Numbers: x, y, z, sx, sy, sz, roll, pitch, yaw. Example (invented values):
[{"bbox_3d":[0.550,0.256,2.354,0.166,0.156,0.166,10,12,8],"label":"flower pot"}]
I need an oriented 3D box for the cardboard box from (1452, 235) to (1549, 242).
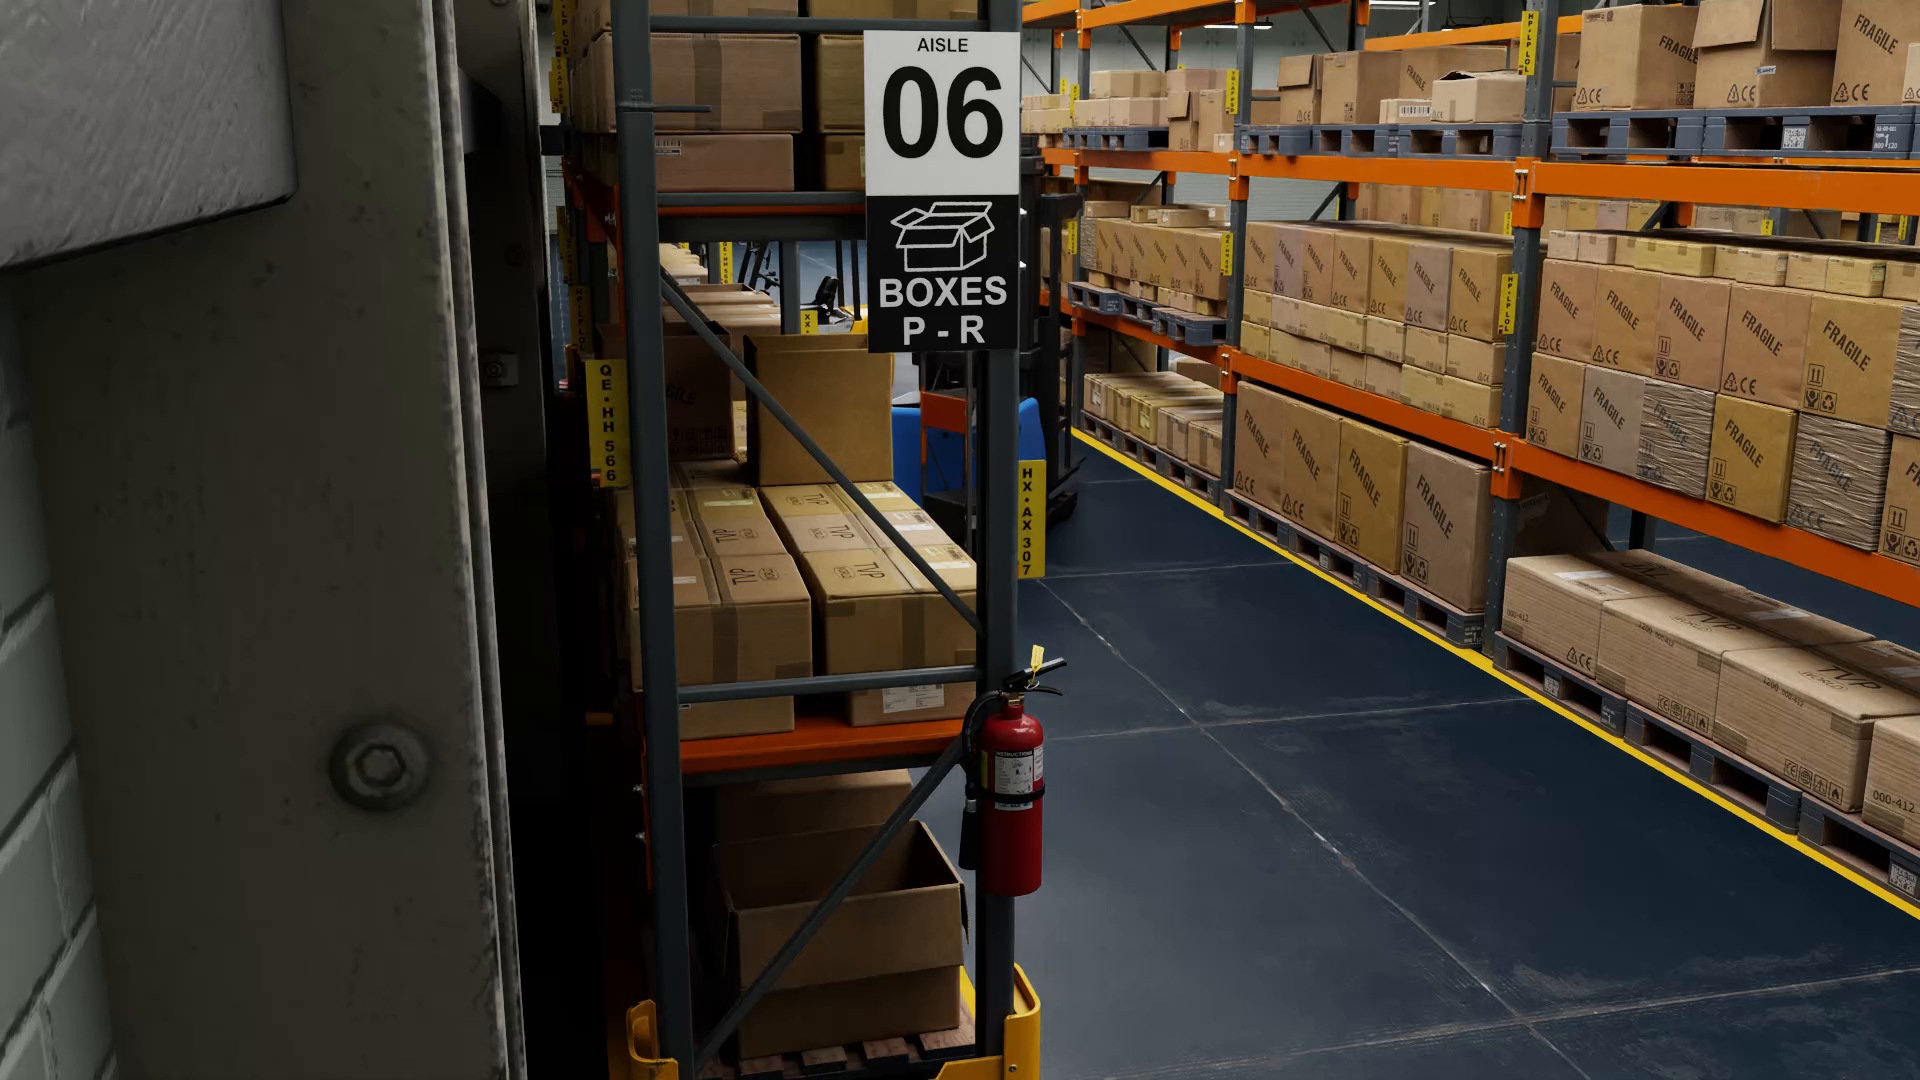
[{"bbox_3d":[3.455,-1.688,10.699,0.500,0.500,0.500,-4,14,-15],"label":"cardboard box"}]

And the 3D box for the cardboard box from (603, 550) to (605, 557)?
[{"bbox_3d":[-1.783,-0.017,9.191,0.380,0.149,0.250,-3,14,-13],"label":"cardboard box"}]

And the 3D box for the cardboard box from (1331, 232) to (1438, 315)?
[{"bbox_3d":[2.827,-1.784,11.090,0.500,0.500,0.500,-3,14,-12],"label":"cardboard box"}]

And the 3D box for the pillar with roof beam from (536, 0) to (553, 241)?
[{"bbox_3d":[-7.676,-13.160,47.331,9.100,9.000,0.548,-3,14,-13],"label":"pillar with roof beam"}]

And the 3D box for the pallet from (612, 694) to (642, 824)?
[{"bbox_3d":[-1.123,0.986,7.947,1.003,0.211,1.213,-3,14,-13],"label":"pallet"}]

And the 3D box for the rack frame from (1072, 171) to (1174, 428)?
[{"bbox_3d":[1.661,-2.650,16.955,1.000,3.000,0.127,-3,14,-13],"label":"rack frame"}]

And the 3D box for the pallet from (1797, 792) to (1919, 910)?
[{"bbox_3d":[4.216,1.293,6.692,1.003,0.211,1.213,-3,14,-13],"label":"pallet"}]

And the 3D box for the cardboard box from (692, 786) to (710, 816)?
[{"bbox_3d":[-0.803,0.821,7.130,0.700,0.500,0.500,-4,14,-15],"label":"cardboard box"}]

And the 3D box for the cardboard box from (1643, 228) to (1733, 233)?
[{"bbox_3d":[3.922,-1.601,8.975,0.380,0.149,0.250,-4,14,-14],"label":"cardboard box"}]

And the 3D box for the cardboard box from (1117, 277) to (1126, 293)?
[{"bbox_3d":[1.695,-2.406,15.600,0.380,0.149,0.250,-3,14,-12],"label":"cardboard box"}]

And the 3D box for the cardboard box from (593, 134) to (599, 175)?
[{"bbox_3d":[-1.201,-1.474,6.348,0.380,0.149,0.250,-3,14,-12],"label":"cardboard box"}]

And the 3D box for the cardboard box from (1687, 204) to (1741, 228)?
[{"bbox_3d":[7.050,-2.900,15.659,0.700,0.500,0.500,-4,14,-14],"label":"cardboard box"}]

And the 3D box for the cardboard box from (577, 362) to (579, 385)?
[{"bbox_3d":[-4.085,-1.922,18.881,0.500,0.250,0.500,-3,14,-13],"label":"cardboard box"}]

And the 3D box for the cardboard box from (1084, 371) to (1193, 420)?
[{"bbox_3d":[1.787,-1.457,16.722,0.950,0.372,0.625,-3,14,-12],"label":"cardboard box"}]

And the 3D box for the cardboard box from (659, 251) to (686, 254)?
[{"bbox_3d":[-2.591,-2.435,14.496,0.380,0.149,0.250,-4,14,-15],"label":"cardboard box"}]

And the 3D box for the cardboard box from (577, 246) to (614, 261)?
[{"bbox_3d":[-3.277,-2.579,15.084,0.380,0.149,0.250,-4,14,-15],"label":"cardboard box"}]

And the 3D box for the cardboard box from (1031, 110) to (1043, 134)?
[{"bbox_3d":[1.071,-4.501,17.898,0.500,0.250,0.500,-4,14,-14],"label":"cardboard box"}]

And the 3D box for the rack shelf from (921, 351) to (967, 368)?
[{"bbox_3d":[0.047,-1.442,11.011,0.431,0.518,0.480,-11,18,-38],"label":"rack shelf"}]

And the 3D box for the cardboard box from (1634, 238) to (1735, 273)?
[{"bbox_3d":[3.538,-1.391,8.117,0.380,0.149,0.250,-3,14,-14],"label":"cardboard box"}]

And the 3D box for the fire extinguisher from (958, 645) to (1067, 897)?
[{"bbox_3d":[0.140,0.622,4.508,0.296,0.674,0.183,-3,14,-13],"label":"fire extinguisher"}]

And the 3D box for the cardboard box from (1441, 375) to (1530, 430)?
[{"bbox_3d":[3.190,-0.821,9.785,0.500,0.250,0.500,-4,14,-15],"label":"cardboard box"}]

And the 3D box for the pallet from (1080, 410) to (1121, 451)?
[{"bbox_3d":[1.846,-1.116,16.551,1.003,0.211,1.213,-3,14,-13],"label":"pallet"}]

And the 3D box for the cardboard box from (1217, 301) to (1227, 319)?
[{"bbox_3d":[2.295,-1.872,13.414,0.380,0.149,0.250,-3,14,-11],"label":"cardboard box"}]

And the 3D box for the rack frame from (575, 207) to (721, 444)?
[{"bbox_3d":[-2.223,-1.450,12.042,1.000,3.000,0.127,-3,14,-13],"label":"rack frame"}]

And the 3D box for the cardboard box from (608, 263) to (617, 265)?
[{"bbox_3d":[-2.779,-2.112,13.174,0.380,0.149,0.250,-3,14,-14],"label":"cardboard box"}]

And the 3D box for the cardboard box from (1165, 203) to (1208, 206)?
[{"bbox_3d":[2.164,-3.110,15.749,0.380,0.149,0.250,-4,14,-15],"label":"cardboard box"}]

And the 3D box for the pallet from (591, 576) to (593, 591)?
[{"bbox_3d":[-2.085,0.079,11.659,1.003,0.211,1.213,-3,14,-13],"label":"pallet"}]

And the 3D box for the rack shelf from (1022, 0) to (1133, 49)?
[{"bbox_3d":[1.192,-5.675,18.217,1.077,0.370,4.000,-3,14,-13],"label":"rack shelf"}]

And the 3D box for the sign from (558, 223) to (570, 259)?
[{"bbox_3d":[-3.702,-2.800,15.579,0.100,0.325,0.005,-3,14,-13],"label":"sign"}]

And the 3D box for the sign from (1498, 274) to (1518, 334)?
[{"bbox_3d":[3.015,-1.296,9.140,0.100,0.325,0.005,-3,14,-13],"label":"sign"}]

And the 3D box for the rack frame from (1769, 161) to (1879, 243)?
[{"bbox_3d":[7.389,-2.027,14.402,1.000,3.000,0.127,-3,14,-13],"label":"rack frame"}]

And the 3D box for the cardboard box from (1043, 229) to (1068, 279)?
[{"bbox_3d":[1.188,-3.050,17.755,0.500,0.500,0.500,-3,14,-11],"label":"cardboard box"}]

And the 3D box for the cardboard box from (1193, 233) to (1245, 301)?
[{"bbox_3d":[2.224,-2.214,13.447,0.500,0.500,0.500,-4,14,-15],"label":"cardboard box"}]

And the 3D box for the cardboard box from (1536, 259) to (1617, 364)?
[{"bbox_3d":[3.417,-1.216,8.765,0.500,0.500,0.500,-3,14,-13],"label":"cardboard box"}]

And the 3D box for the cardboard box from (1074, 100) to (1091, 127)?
[{"bbox_3d":[1.409,-4.081,15.924,0.500,0.250,0.500,-4,14,-15],"label":"cardboard box"}]

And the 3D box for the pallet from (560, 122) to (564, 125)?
[{"bbox_3d":[-3.388,-3.982,16.273,1.003,0.211,1.213,-3,14,-13],"label":"pallet"}]

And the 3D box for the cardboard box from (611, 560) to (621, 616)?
[{"bbox_3d":[-1.055,0.162,5.973,0.380,0.149,0.250,-3,14,-13],"label":"cardboard box"}]

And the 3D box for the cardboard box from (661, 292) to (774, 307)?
[{"bbox_3d":[-1.486,-1.204,9.941,0.700,0.500,0.500,-3,14,-13],"label":"cardboard box"}]

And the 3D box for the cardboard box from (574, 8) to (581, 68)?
[{"bbox_3d":[-1.307,-2.050,6.814,0.500,0.250,0.500,-4,14,-15],"label":"cardboard box"}]

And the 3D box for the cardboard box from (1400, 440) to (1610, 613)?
[{"bbox_3d":[3.317,-0.115,10.170,0.875,0.875,0.875,-3,14,-11],"label":"cardboard box"}]

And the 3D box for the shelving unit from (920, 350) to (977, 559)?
[{"bbox_3d":[0.047,-0.775,11.174,0.431,2.100,0.503,-11,18,-38],"label":"shelving unit"}]

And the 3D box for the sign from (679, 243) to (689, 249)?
[{"bbox_3d":[-2.637,-2.929,15.824,0.100,0.325,0.005,-3,14,-13],"label":"sign"}]

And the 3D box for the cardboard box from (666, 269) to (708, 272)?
[{"bbox_3d":[-2.076,-1.965,12.573,0.380,0.149,0.250,-3,14,-12],"label":"cardboard box"}]

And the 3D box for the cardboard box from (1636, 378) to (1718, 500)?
[{"bbox_3d":[3.621,-0.499,7.939,0.500,0.500,0.500,-3,14,-13],"label":"cardboard box"}]

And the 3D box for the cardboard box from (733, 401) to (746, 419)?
[{"bbox_3d":[-0.927,-0.495,7.822,0.500,0.250,0.500,-3,14,-12],"label":"cardboard box"}]

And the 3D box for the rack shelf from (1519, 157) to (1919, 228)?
[{"bbox_3d":[4.010,-1.451,7.242,1.077,0.370,4.000,-3,14,-13],"label":"rack shelf"}]

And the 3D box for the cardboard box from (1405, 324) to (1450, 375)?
[{"bbox_3d":[3.076,-1.178,10.190,0.500,0.250,0.500,-3,14,-12],"label":"cardboard box"}]

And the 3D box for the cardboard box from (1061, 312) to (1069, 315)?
[{"bbox_3d":[1.401,-2.398,19.252,0.500,0.500,0.500,-4,14,-15],"label":"cardboard box"}]

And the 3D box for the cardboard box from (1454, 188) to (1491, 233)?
[{"bbox_3d":[6.154,-3.754,18.883,0.875,0.550,0.550,-3,14,-13],"label":"cardboard box"}]

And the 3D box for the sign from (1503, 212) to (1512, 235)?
[{"bbox_3d":[5.910,-3.377,17.939,0.100,0.325,0.005,-3,14,-13],"label":"sign"}]

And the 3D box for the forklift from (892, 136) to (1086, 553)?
[{"bbox_3d":[0.306,-1.622,12.890,1.130,2.935,3.031,4,14,17],"label":"forklift"}]

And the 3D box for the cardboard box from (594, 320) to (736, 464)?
[{"bbox_3d":[-1.193,-0.605,6.691,0.500,0.500,0.500,-4,14,-15],"label":"cardboard box"}]

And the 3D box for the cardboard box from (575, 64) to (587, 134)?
[{"bbox_3d":[-1.210,-1.691,6.398,0.500,0.250,0.500,-4,14,-14],"label":"cardboard box"}]
